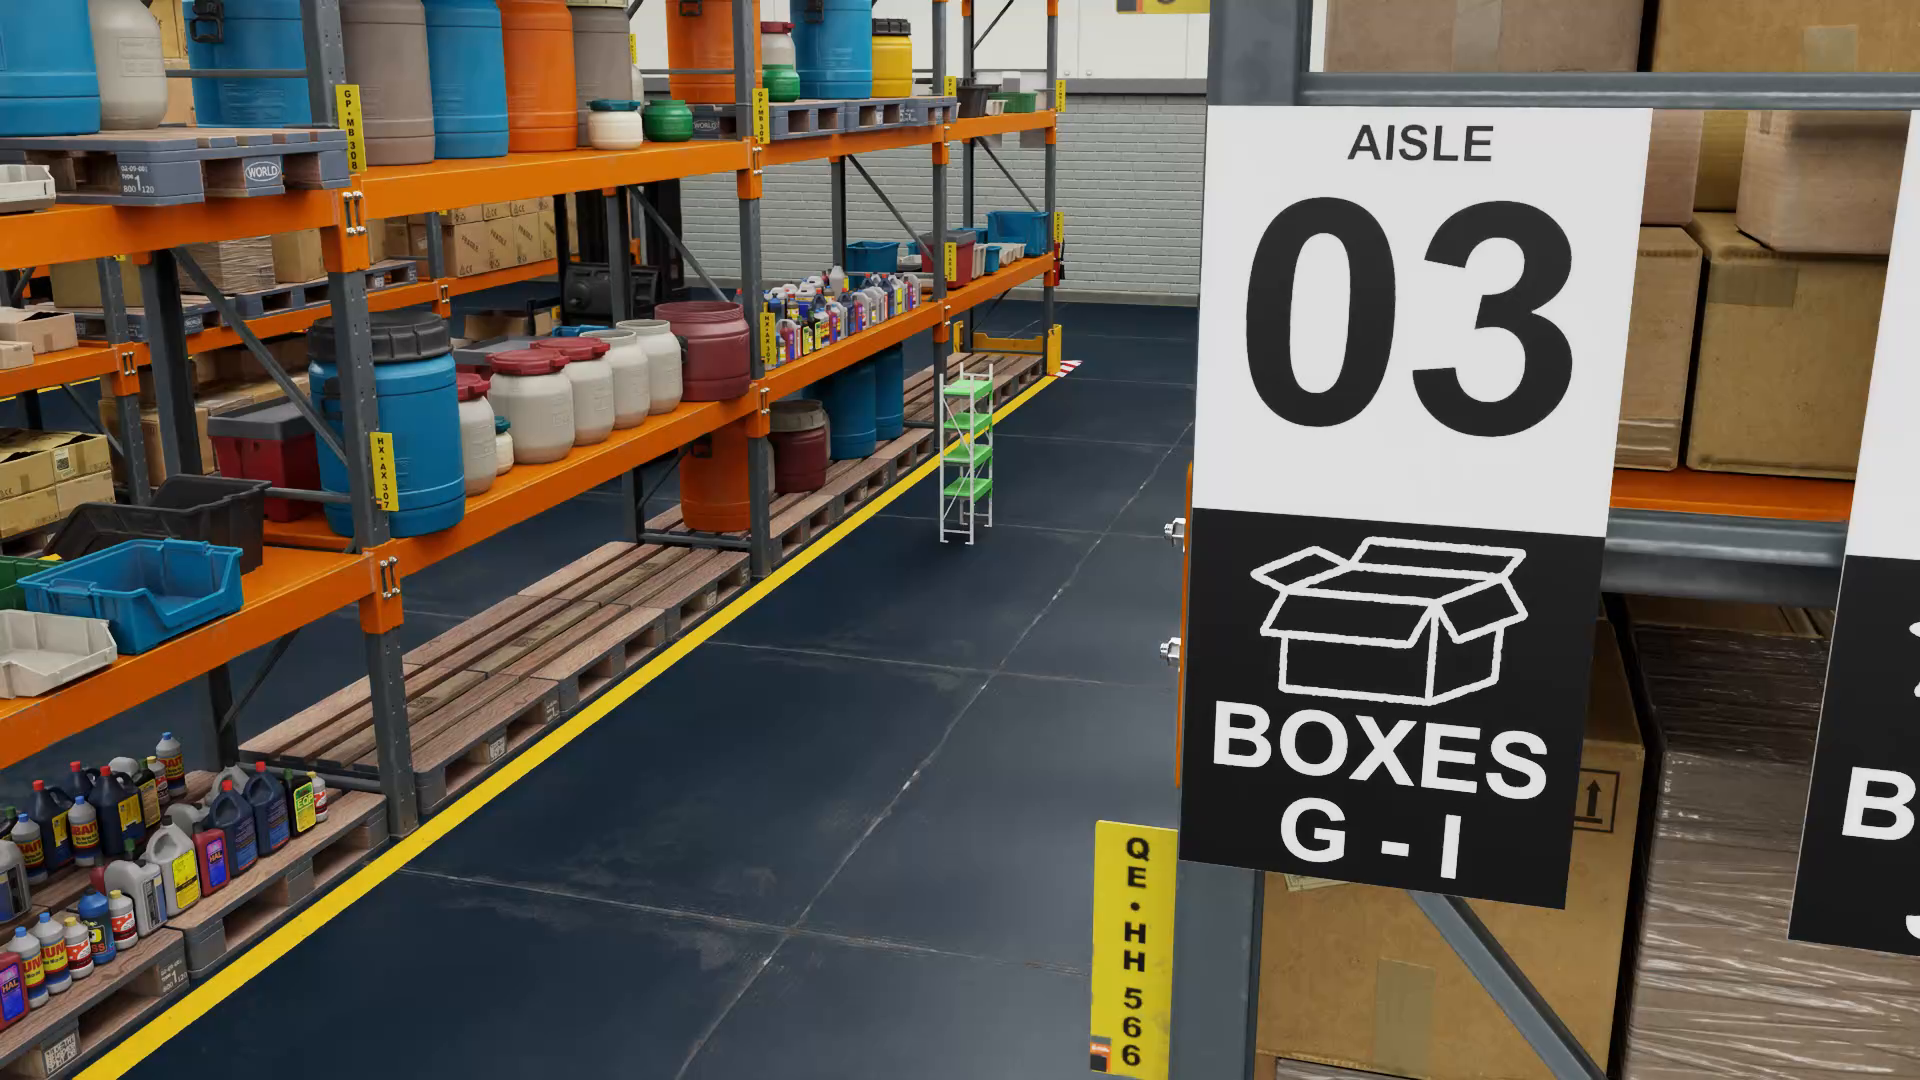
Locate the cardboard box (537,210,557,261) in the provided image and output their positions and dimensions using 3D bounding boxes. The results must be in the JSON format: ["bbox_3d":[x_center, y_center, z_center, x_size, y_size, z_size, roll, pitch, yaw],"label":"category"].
[{"bbox_3d":[-4.520,-3.228,17.530,0.500,0.500,0.500,4,16,15],"label":"cardboard box"}]

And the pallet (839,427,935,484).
[{"bbox_3d":[-0.868,-0.745,14.067,1.003,0.211,1.213,5,16,16],"label":"pallet"}]

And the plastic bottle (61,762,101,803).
[{"bbox_3d":[-3.509,1.050,6.679,0.144,0.351,0.185,5,17,17],"label":"plastic bottle"}]

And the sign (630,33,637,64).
[{"bbox_3d":[-3.693,-5.537,18.734,0.100,0.325,0.005,5,16,16],"label":"sign"}]

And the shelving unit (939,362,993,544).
[{"bbox_3d":[0.047,-0.621,11.818,0.258,1.200,0.503,5,16,16],"label":"shelving unit"}]

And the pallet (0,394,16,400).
[{"bbox_3d":[-10.254,-1.504,16.744,1.003,0.211,1.213,5,16,16],"label":"pallet"}]

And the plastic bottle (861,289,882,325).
[{"bbox_3d":[-0.696,-1.834,13.026,0.152,0.276,0.135,5,16,16],"label":"plastic bottle"}]

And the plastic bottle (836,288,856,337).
[{"bbox_3d":[-0.869,-1.707,12.441,0.144,0.351,0.185,5,16,16],"label":"plastic bottle"}]

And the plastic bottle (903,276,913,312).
[{"bbox_3d":[-0.432,-2.036,13.725,0.061,0.283,0.133,5,16,16],"label":"plastic bottle"}]

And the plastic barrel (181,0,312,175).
[{"bbox_3d":[-2.945,-2.026,7.059,0.600,0.901,0.708,5,16,16],"label":"plastic barrel"}]

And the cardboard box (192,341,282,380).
[{"bbox_3d":[-6.154,-1.539,14.159,0.500,0.250,0.500,4,16,15],"label":"cardboard box"}]

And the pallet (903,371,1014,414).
[{"bbox_3d":[-0.092,-1.459,16.586,1.003,0.211,1.213,5,16,16],"label":"pallet"}]

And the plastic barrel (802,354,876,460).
[{"bbox_3d":[-0.981,-1.151,13.466,0.600,0.901,0.708,5,16,16],"label":"plastic barrel"}]

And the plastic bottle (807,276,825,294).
[{"bbox_3d":[-1.209,-2.038,13.744,0.152,0.276,0.135,5,16,16],"label":"plastic bottle"}]

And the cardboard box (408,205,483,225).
[{"bbox_3d":[-4.953,-3.300,15.953,0.500,0.500,0.500,5,17,17],"label":"cardboard box"}]

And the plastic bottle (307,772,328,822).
[{"bbox_3d":[-2.686,1.062,6.910,0.097,0.201,0.097,0,16,0],"label":"plastic bottle"}]

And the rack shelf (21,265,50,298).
[{"bbox_3d":[-9.539,-3.230,19.039,1.077,0.370,4.000,5,16,16],"label":"rack shelf"}]

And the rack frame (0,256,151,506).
[{"bbox_3d":[-6.493,-1.623,12.055,1.000,3.000,0.127,5,16,16],"label":"rack frame"}]

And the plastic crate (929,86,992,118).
[{"bbox_3d":[0.008,-3.969,15.067,0.497,0.269,0.590,5,16,16],"label":"plastic crate"}]

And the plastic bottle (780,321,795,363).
[{"bbox_3d":[-1.175,-1.353,11.315,0.061,0.283,0.133,5,16,16],"label":"plastic bottle"}]

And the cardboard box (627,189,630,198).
[{"bbox_3d":[-4.083,-4.108,18.799,0.500,0.500,0.500,4,16,15],"label":"cardboard box"}]

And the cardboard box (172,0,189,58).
[{"bbox_3d":[-6.073,-3.976,12.838,0.500,0.500,0.500,5,16,16],"label":"cardboard box"}]

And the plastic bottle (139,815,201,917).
[{"bbox_3d":[-2.935,1.197,6.162,0.144,0.351,0.185,5,16,16],"label":"plastic bottle"}]

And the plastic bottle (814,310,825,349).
[{"bbox_3d":[-1.018,-1.509,11.888,0.097,0.271,0.097,0,16,0],"label":"plastic bottle"}]

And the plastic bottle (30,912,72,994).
[{"bbox_3d":[-3.079,1.390,5.627,0.097,0.271,0.097,0,16,0],"label":"plastic bottle"}]

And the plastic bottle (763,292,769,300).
[{"bbox_3d":[-1.521,-1.775,12.825,0.097,0.271,0.097,0,16,0],"label":"plastic bottle"}]

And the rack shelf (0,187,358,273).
[{"bbox_3d":[-3.450,-0.765,4.852,1.077,0.370,4.000,5,16,16],"label":"rack shelf"}]

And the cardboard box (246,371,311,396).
[{"bbox_3d":[-5.656,-1.134,14.107,0.500,0.500,0.500,4,16,14],"label":"cardboard box"}]

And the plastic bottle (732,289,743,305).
[{"bbox_3d":[-1.629,-1.691,12.384,0.144,0.351,0.185,5,16,16],"label":"plastic bottle"}]

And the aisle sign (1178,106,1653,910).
[{"bbox_3d":[0.425,-0.019,1.635,0.394,0.787,0.004,5,16,16],"label":"aisle sign"}]

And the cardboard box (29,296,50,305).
[{"bbox_3d":[-10.028,-2.530,17.874,0.380,0.149,0.250,5,16,16],"label":"cardboard box"}]

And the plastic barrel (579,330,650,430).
[{"bbox_3d":[-1.952,-0.896,9.287,0.421,0.512,0.421,0,16,0],"label":"plastic barrel"}]

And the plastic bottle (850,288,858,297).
[{"bbox_3d":[-0.821,-1.837,13.044,0.097,0.271,0.097,0,16,0],"label":"plastic bottle"}]

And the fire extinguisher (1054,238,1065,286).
[{"bbox_3d":[1.007,-3.119,18.153,0.296,0.674,0.183,5,16,16],"label":"fire extinguisher"}]

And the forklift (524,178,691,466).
[{"bbox_3d":[-3.060,-2.138,13.997,1.130,2.935,3.031,7,17,23],"label":"forklift"}]

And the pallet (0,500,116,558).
[{"bbox_3d":[-6.764,-0.069,11.687,1.003,0.211,1.213,5,16,16],"label":"pallet"}]

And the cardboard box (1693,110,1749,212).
[{"bbox_3d":[1.150,-0.514,2.191,0.380,0.149,0.250,4,16,15],"label":"cardboard box"}]

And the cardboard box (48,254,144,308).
[{"bbox_3d":[-6.422,-2.047,12.596,0.700,0.500,0.500,-1,16,-3],"label":"cardboard box"}]

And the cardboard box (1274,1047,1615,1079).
[{"bbox_3d":[0.913,0.906,2.410,0.875,0.500,0.500,5,16,16],"label":"cardboard box"}]

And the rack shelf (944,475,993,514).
[{"bbox_3d":[0.047,-0.328,11.901,0.258,0.148,0.480,5,16,16],"label":"rack shelf"}]

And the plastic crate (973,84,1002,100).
[{"bbox_3d":[0.152,-4.632,17.406,0.497,0.269,0.590,5,16,16],"label":"plastic crate"}]

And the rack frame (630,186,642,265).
[{"bbox_3d":[-4.220,-3.716,19.435,1.000,3.000,0.127,5,16,16],"label":"rack frame"}]

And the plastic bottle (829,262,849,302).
[{"bbox_3d":[-1.031,-2.183,14.121,0.144,0.351,0.185,5,16,16],"label":"plastic bottle"}]

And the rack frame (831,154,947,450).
[{"bbox_3d":[-0.608,-2.285,14.387,1.000,3.000,0.127,5,16,16],"label":"rack frame"}]

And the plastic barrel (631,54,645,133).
[{"bbox_3d":[-2.127,-2.678,10.070,0.421,0.512,0.421,0,16,0],"label":"plastic barrel"}]

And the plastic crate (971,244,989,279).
[{"bbox_3d":[0.002,-2.642,15.753,0.437,0.282,0.530,5,16,16],"label":"plastic crate"}]

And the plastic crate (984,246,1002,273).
[{"bbox_3d":[0.191,-2.722,16.127,0.416,0.233,0.300,5,16,16],"label":"plastic crate"}]

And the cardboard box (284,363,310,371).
[{"bbox_3d":[-6.018,-1.301,14.693,0.500,0.500,0.500,5,17,17],"label":"cardboard box"}]

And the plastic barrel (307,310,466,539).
[{"bbox_3d":[-2.482,-0.510,7.213,0.600,0.901,0.708,5,16,16],"label":"plastic barrel"}]

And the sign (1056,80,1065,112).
[{"bbox_3d":[1.060,-4.685,17.546,0.100,0.325,0.005,5,16,16],"label":"sign"}]

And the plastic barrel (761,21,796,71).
[{"bbox_3d":[-1.386,-3.424,11.889,0.433,0.535,0.433,0,16,0],"label":"plastic barrel"}]

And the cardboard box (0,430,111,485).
[{"bbox_3d":[-6.406,-0.616,11.746,0.500,0.311,0.500,5,17,17],"label":"cardboard box"}]

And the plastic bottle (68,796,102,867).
[{"bbox_3d":[-3.434,1.136,6.523,0.097,0.271,0.097,0,16,0],"label":"plastic bottle"}]

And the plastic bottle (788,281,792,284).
[{"bbox_3d":[-1.374,-1.933,13.362,0.061,0.283,0.133,5,16,16],"label":"plastic bottle"}]

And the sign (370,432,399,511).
[{"bbox_3d":[-2.357,-0.279,6.810,0.100,0.325,0.005,5,16,16],"label":"sign"}]

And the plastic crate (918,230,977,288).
[{"bbox_3d":[-0.114,-2.558,15.125,0.402,0.464,0.583,5,16,16],"label":"plastic crate"}]
